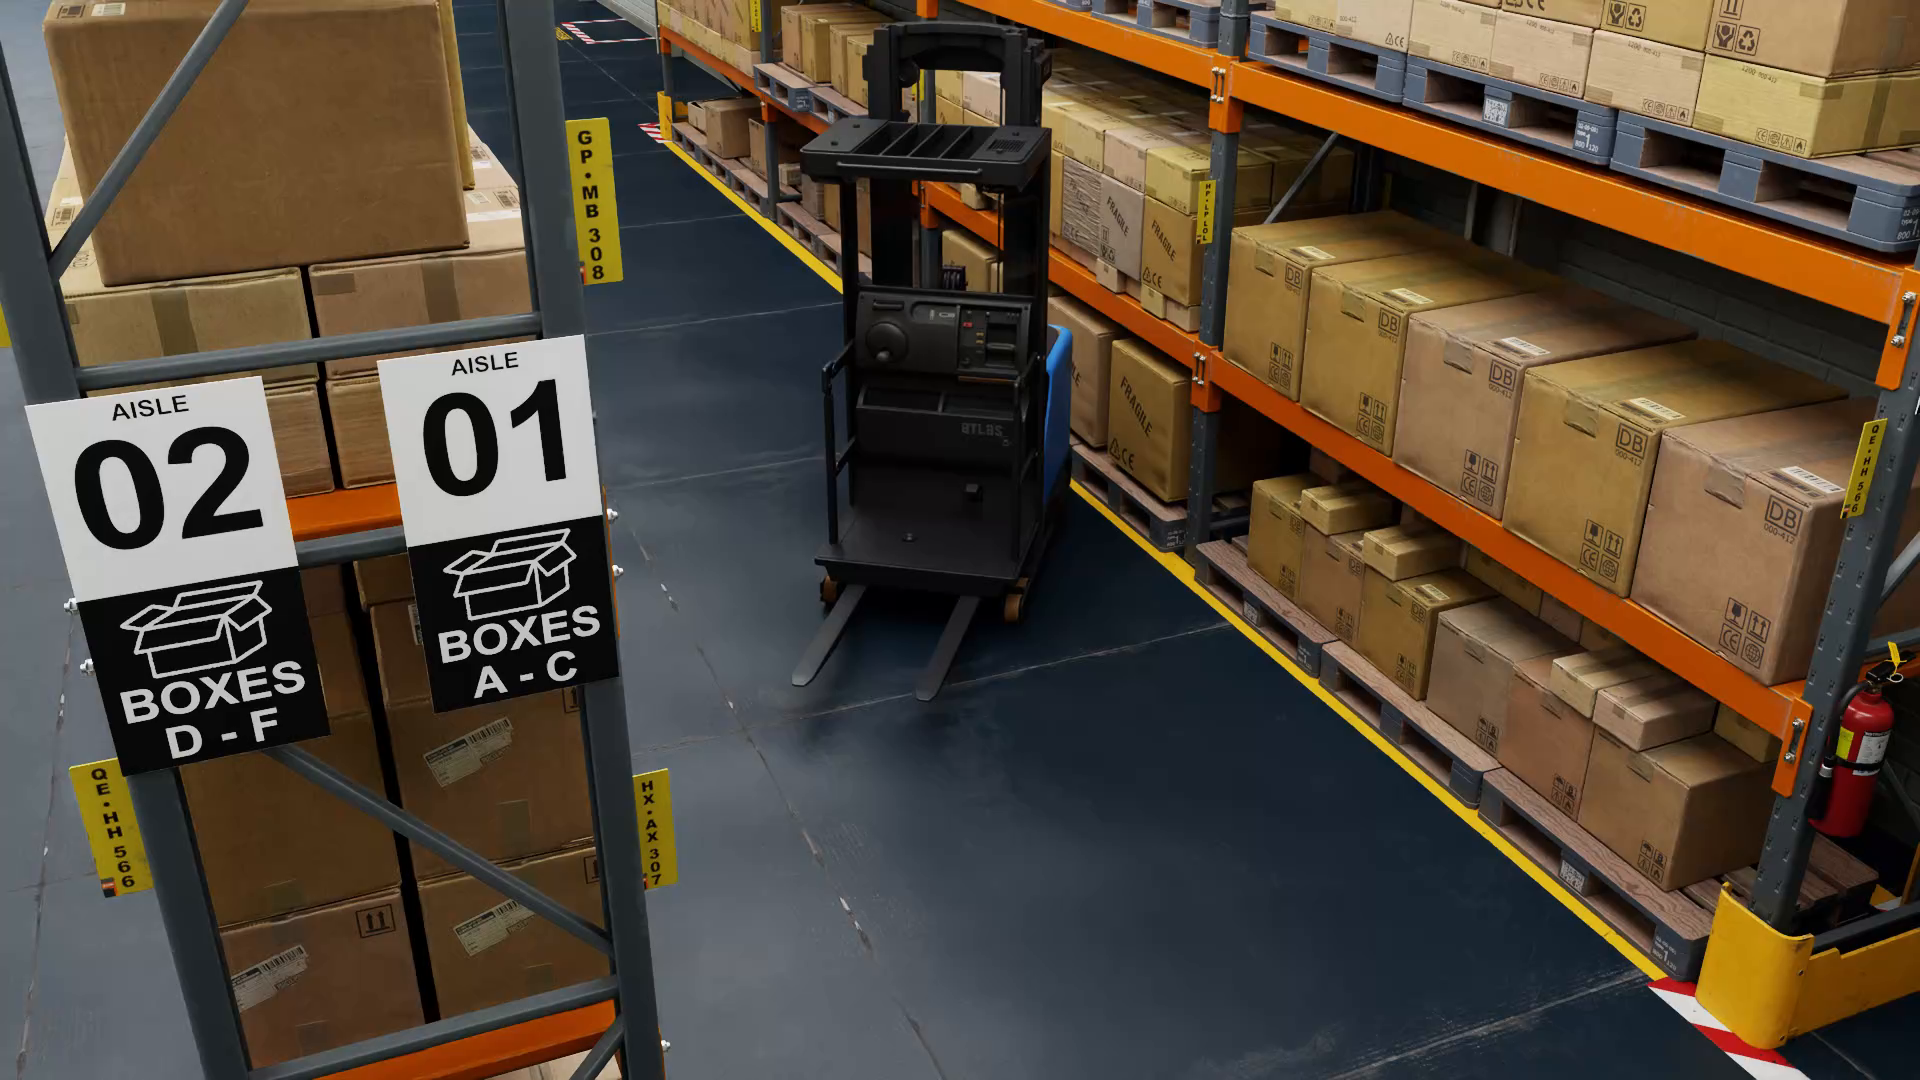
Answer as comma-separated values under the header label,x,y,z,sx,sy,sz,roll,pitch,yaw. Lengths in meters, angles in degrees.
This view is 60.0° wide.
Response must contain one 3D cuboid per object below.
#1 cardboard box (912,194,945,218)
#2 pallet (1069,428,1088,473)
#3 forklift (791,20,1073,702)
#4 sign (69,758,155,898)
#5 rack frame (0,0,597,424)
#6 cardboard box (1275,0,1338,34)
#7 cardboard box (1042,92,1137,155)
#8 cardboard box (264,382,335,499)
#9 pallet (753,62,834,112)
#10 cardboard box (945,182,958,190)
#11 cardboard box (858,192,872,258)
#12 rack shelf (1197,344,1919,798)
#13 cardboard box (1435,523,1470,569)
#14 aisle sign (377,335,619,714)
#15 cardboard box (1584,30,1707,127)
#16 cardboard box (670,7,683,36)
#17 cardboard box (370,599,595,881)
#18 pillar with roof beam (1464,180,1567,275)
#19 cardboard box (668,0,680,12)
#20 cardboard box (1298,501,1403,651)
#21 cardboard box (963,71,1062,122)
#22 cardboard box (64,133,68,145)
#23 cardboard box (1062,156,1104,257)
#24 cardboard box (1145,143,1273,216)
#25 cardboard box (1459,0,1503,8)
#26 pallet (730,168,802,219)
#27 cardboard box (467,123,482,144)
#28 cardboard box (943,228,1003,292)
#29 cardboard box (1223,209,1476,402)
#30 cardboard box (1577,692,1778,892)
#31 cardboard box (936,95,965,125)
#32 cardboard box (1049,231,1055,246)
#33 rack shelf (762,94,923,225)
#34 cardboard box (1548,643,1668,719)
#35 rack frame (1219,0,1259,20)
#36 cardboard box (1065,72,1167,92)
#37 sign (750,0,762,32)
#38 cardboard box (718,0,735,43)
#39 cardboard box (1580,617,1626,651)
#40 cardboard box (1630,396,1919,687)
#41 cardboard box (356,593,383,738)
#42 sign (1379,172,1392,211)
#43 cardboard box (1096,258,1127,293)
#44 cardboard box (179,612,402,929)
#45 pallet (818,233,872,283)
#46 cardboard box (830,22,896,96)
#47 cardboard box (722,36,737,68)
label,x,y,z,sx,sy,sz,roll,pitch,yaw
cardboard box,-0.299,-2.845,13.652,0.500,0.250,0.500,-10,28,-20
pallet,0.910,-0.835,11.220,1.003,0.211,1.213,-11,28,-21
forklift,-0.137,-1.050,8.559,1.130,2.935,3.031,6,27,11
sign,-1.745,0.596,3.431,0.100,0.325,0.005,-11,28,-21
rack frame,-1.227,-1.525,2.617,1.000,3.000,0.127,-11,28,-21
cardboard box,1.791,-2.487,7.583,0.500,0.250,0.500,-11,28,-21
cardboard box,0.754,-2.585,10.296,0.500,0.250,0.500,-11,28,-22
cardboard box,-1.670,-0.272,3.640,0.500,0.250,0.500,-11,28,-21
pallet,-1.204,-4.107,14.961,1.003,0.211,1.213,-11,28,-21
cardboard box,0.113,-2.635,11.991,0.380,0.149,0.250,-11,28,-21
cardboard box,-0.448,-2.691,14.191,0.700,0.500,0.500,-11,28,-21
rack shelf,2.547,-0.166,7.491,1.077,0.370,4.000,-11,28,-21
cardboard box,2.498,-0.006,7.974,0.380,0.149,0.250,-10,28,-20
aisle sign,-0.930,-0.020,3.410,0.394,0.787,0.004,-11,28,-21
cardboard box,2.594,-1.656,5.882,0.500,0.250,0.500,-12,28,-23
cardboard box,-2.821,-5.624,17.998,0.500,0.250,0.500,-11,28,-22
cardboard box,-1.158,0.452,4.152,0.500,0.500,0.500,-10,28,-19
pillar with roof beam,-1.128,-3.119,5.881,9.100,9.000,0.400,-11,28,-21
cardboard box,-2.841,-5.974,17.860,0.500,0.500,0.500,-10,28,-20
cardboard box,2.156,0.161,8.372,0.700,0.500,0.500,-11,28,-21
cardboard box,0.349,-2.992,11.128,0.500,0.250,0.500,-11,28,-21
cardboard box,-2.253,-1.103,4.773,0.500,0.250,0.500,-11,28,-21
cardboard box,0.953,-2.036,10.025,0.500,0.500,0.500,-11,28,-20
cardboard box,1.345,-1.966,9.027,0.500,0.250,0.500,-10,28,-19
cardboard box,2.190,-2.407,6.566,0.500,0.500,0.500,-10,28,-20
pallet,-1.665,-3.538,16.756,1.003,0.211,1.213,-11,28,-21
cardboard box,-1.579,-0.990,4.542,0.500,0.250,0.500,-11,28,-21
cardboard box,0.364,-1.815,12.020,0.750,0.750,0.750,-11,28,-21
cardboard box,1.961,-1.210,8.467,0.980,0.700,0.700,-10,28,-20
cardboard box,2.964,0.987,6.679,0.700,0.500,0.500,-11,28,-21
cardboard box,0.152,-2.859,11.711,0.500,0.500,0.500,-10,28,-19
cardboard box,0.723,-2.017,10.727,0.380,0.149,0.250,-10,28,-20
rack shelf,-0.586,-3.396,14.106,1.077,0.370,4.000,-11,28,-21
cardboard box,2.645,0.572,6.790,0.380,0.149,0.250,-10,28,-19
rack frame,1.763,-3.992,7.671,1.000,3.000,0.127,-11,28,-21
cardboard box,1.011,-2.880,10.900,0.500,0.250,0.500,-11,28,-22
sign,-1.866,-4.819,15.214,0.100,0.325,0.005,-11,28,-21
cardboard box,-2.040,-5.143,16.158,0.500,0.500,0.500,-11,28,-21
cardboard box,2.900,0.406,7.130,0.380,0.149,0.250,-10,28,-20
cardboard box,3.121,-0.021,6.032,0.980,0.700,0.700,-9,28,-18
cardboard box,-1.753,0.289,5.626,0.500,0.500,0.500,-10,28,-20
sign,2.273,-1.817,8.976,0.100,0.325,0.005,-11,28,-21
cardboard box,1.032,-1.587,9.846,0.380,0.149,0.250,-11,28,-21
cardboard box,-1.654,0.544,3.963,0.500,0.500,0.500,-11,28,-21
pallet,-0.582,-2.466,14.560,1.003,0.211,1.213,-11,28,-21
cardboard box,-0.703,-4.070,14.052,0.700,0.500,0.500,-7,27,-14
cardboard box,-2.021,-4.810,16.330,0.500,0.250,0.500,-10,28,-20
